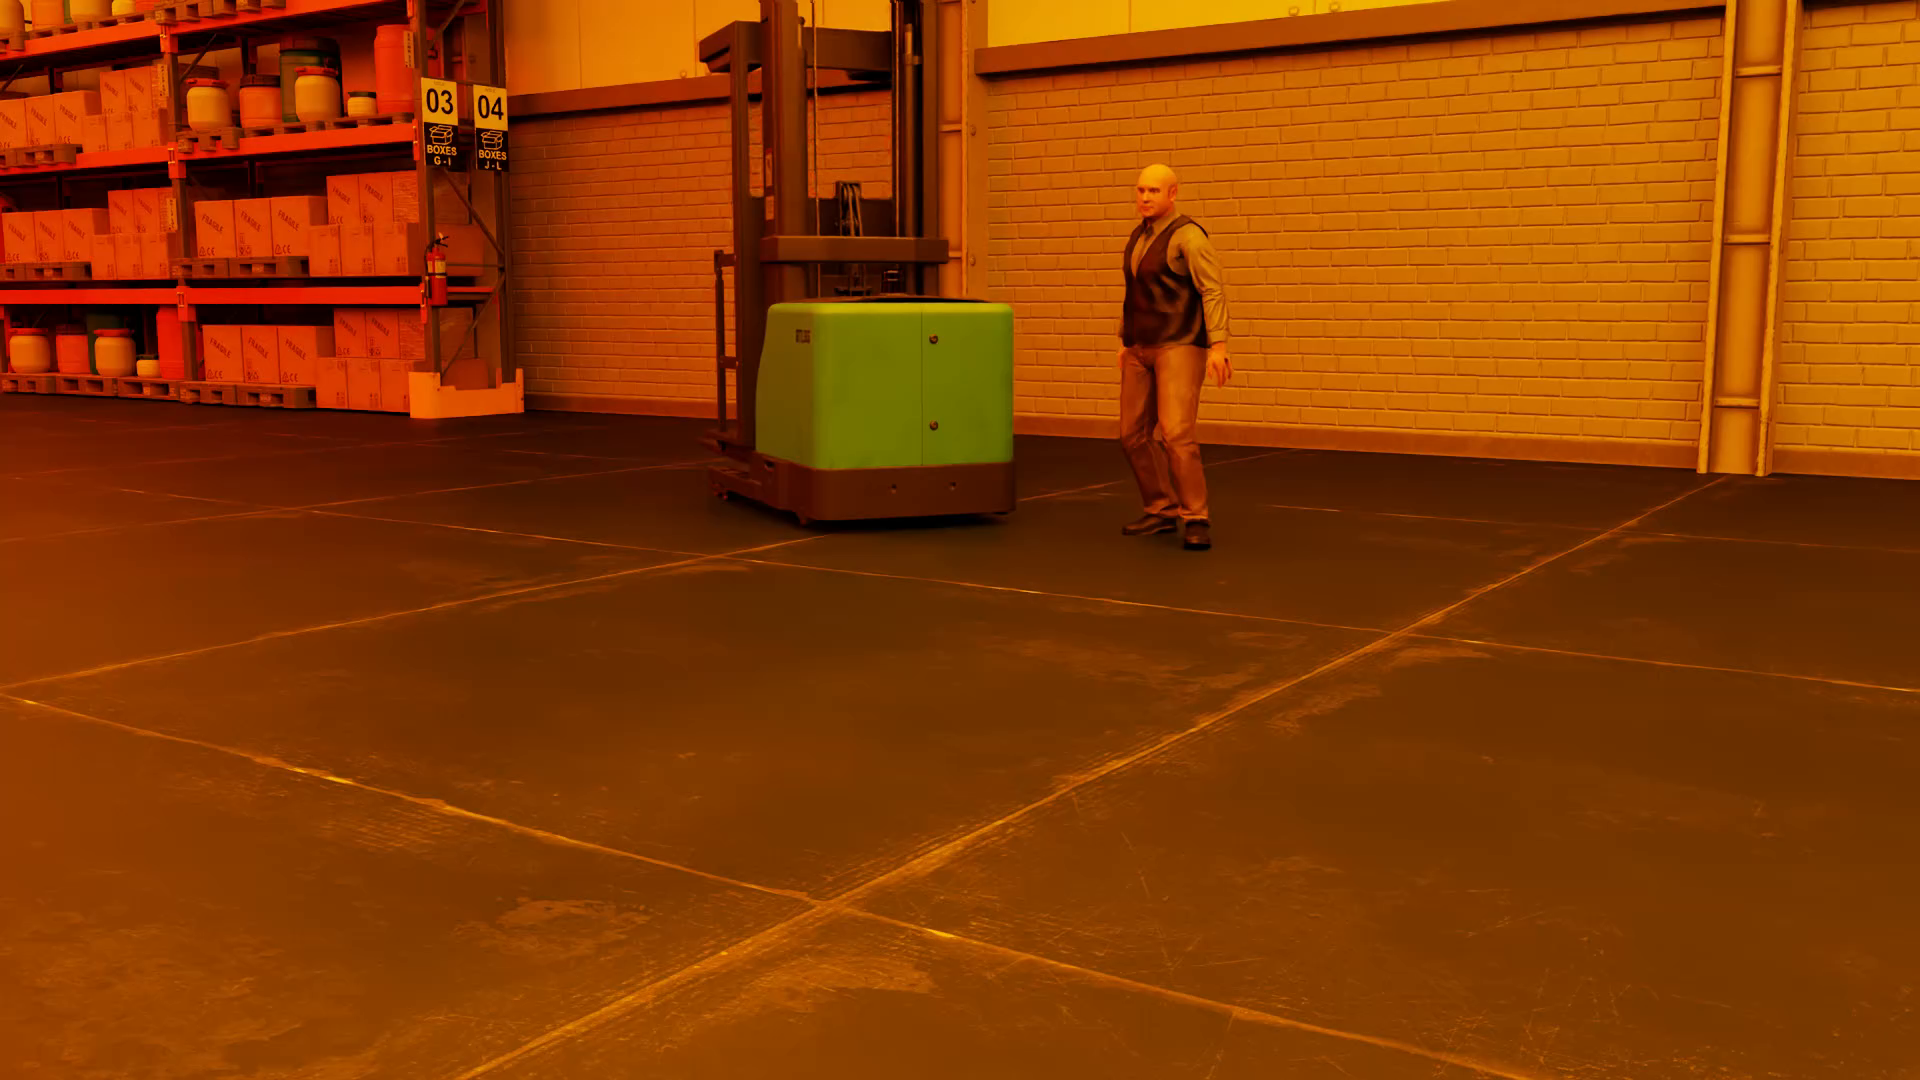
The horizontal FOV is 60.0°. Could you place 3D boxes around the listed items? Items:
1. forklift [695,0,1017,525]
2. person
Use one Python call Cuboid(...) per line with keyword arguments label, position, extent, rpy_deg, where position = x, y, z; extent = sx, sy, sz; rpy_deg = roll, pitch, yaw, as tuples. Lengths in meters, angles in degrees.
Cuboid(label="forklift", position=(-0.766, -1.689, 9.071), extent=(1.130, 2.935, 3.031), rpy_deg=(-3, 9, -23))
Cuboid(label="person", position=(0.949, -0.846, 7.587), extent=(0.392, 1.694, 0.847), rpy_deg=(-5, 10, -32))
